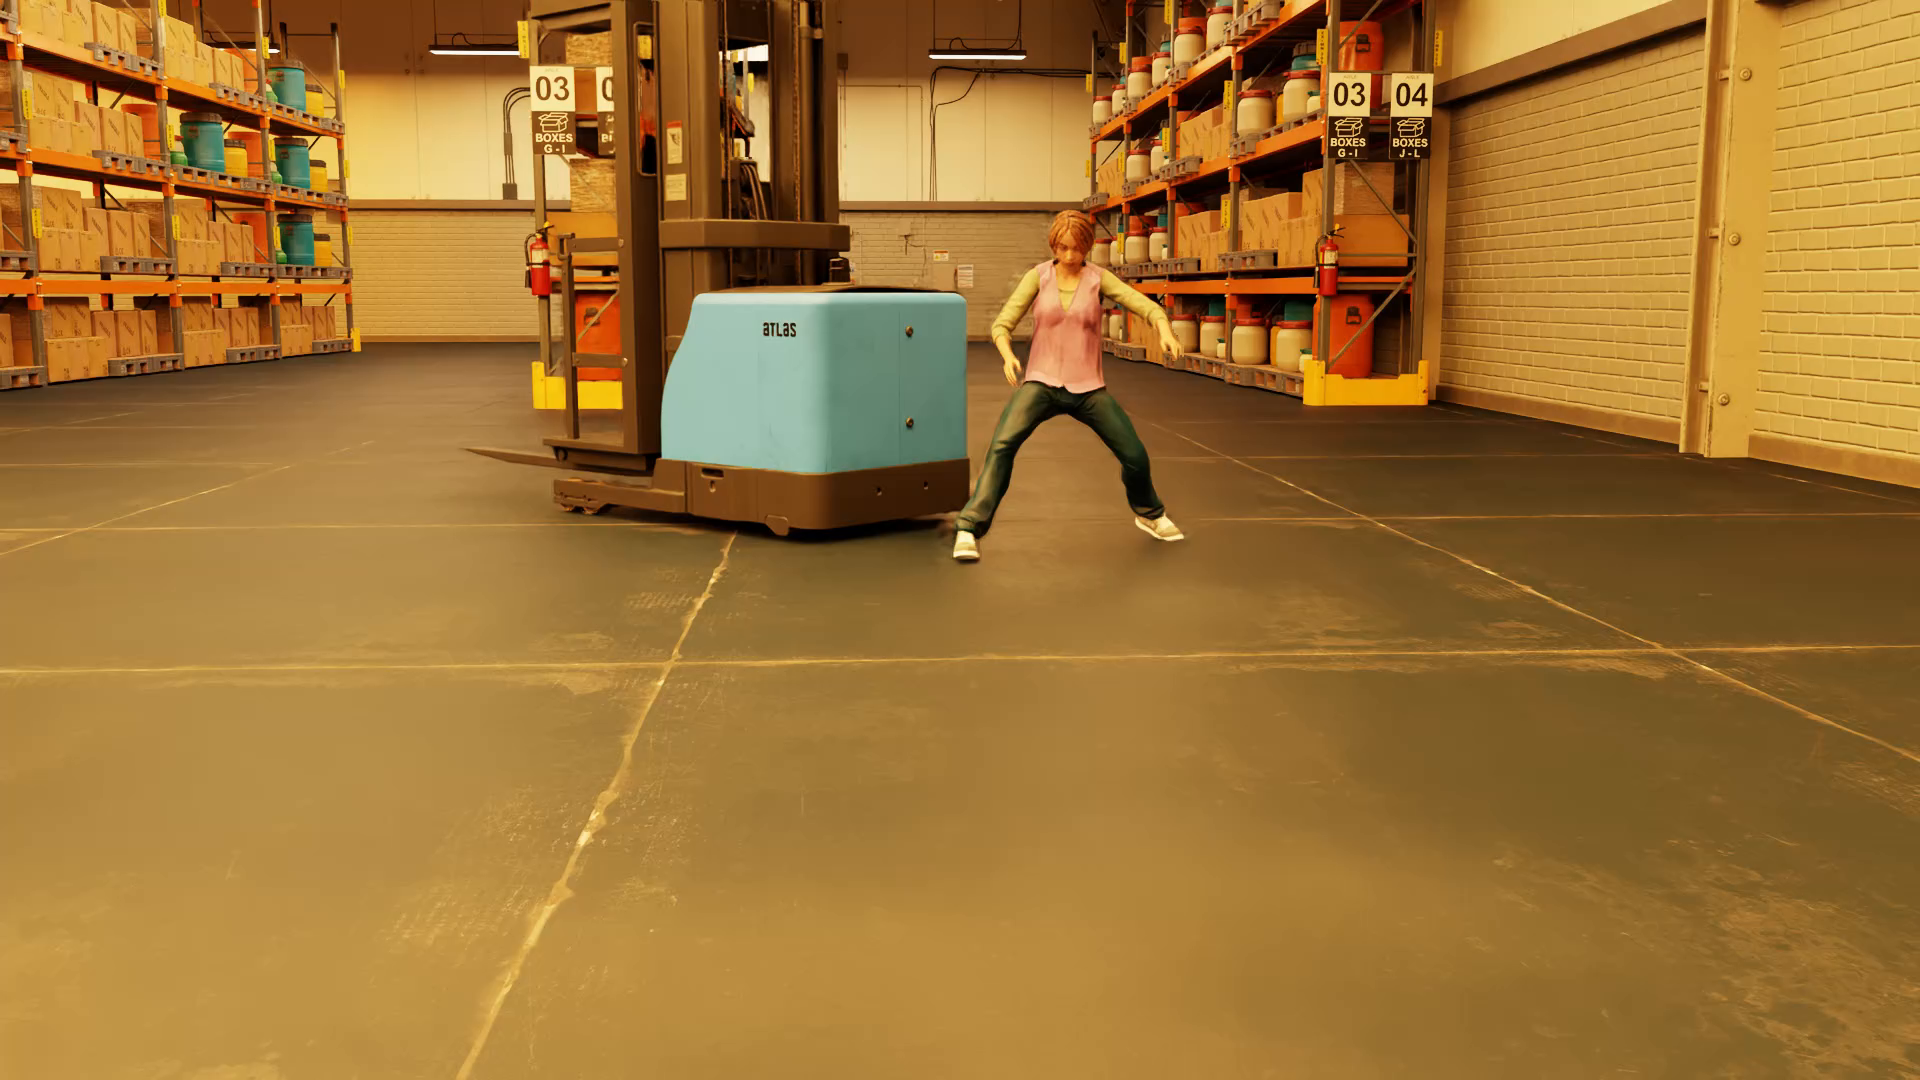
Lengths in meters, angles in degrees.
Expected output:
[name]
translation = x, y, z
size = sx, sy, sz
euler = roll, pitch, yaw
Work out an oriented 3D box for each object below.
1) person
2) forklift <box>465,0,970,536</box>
[person]
translation = 0.480, -0.656, 6.954
size = 0.986, 1.430, 0.909
euler = 0, 8, 2
[forklift]
translation = -1.386, -1.622, 8.255
size = 3.031, 2.935, 1.130
euler = 7, 11, 41
